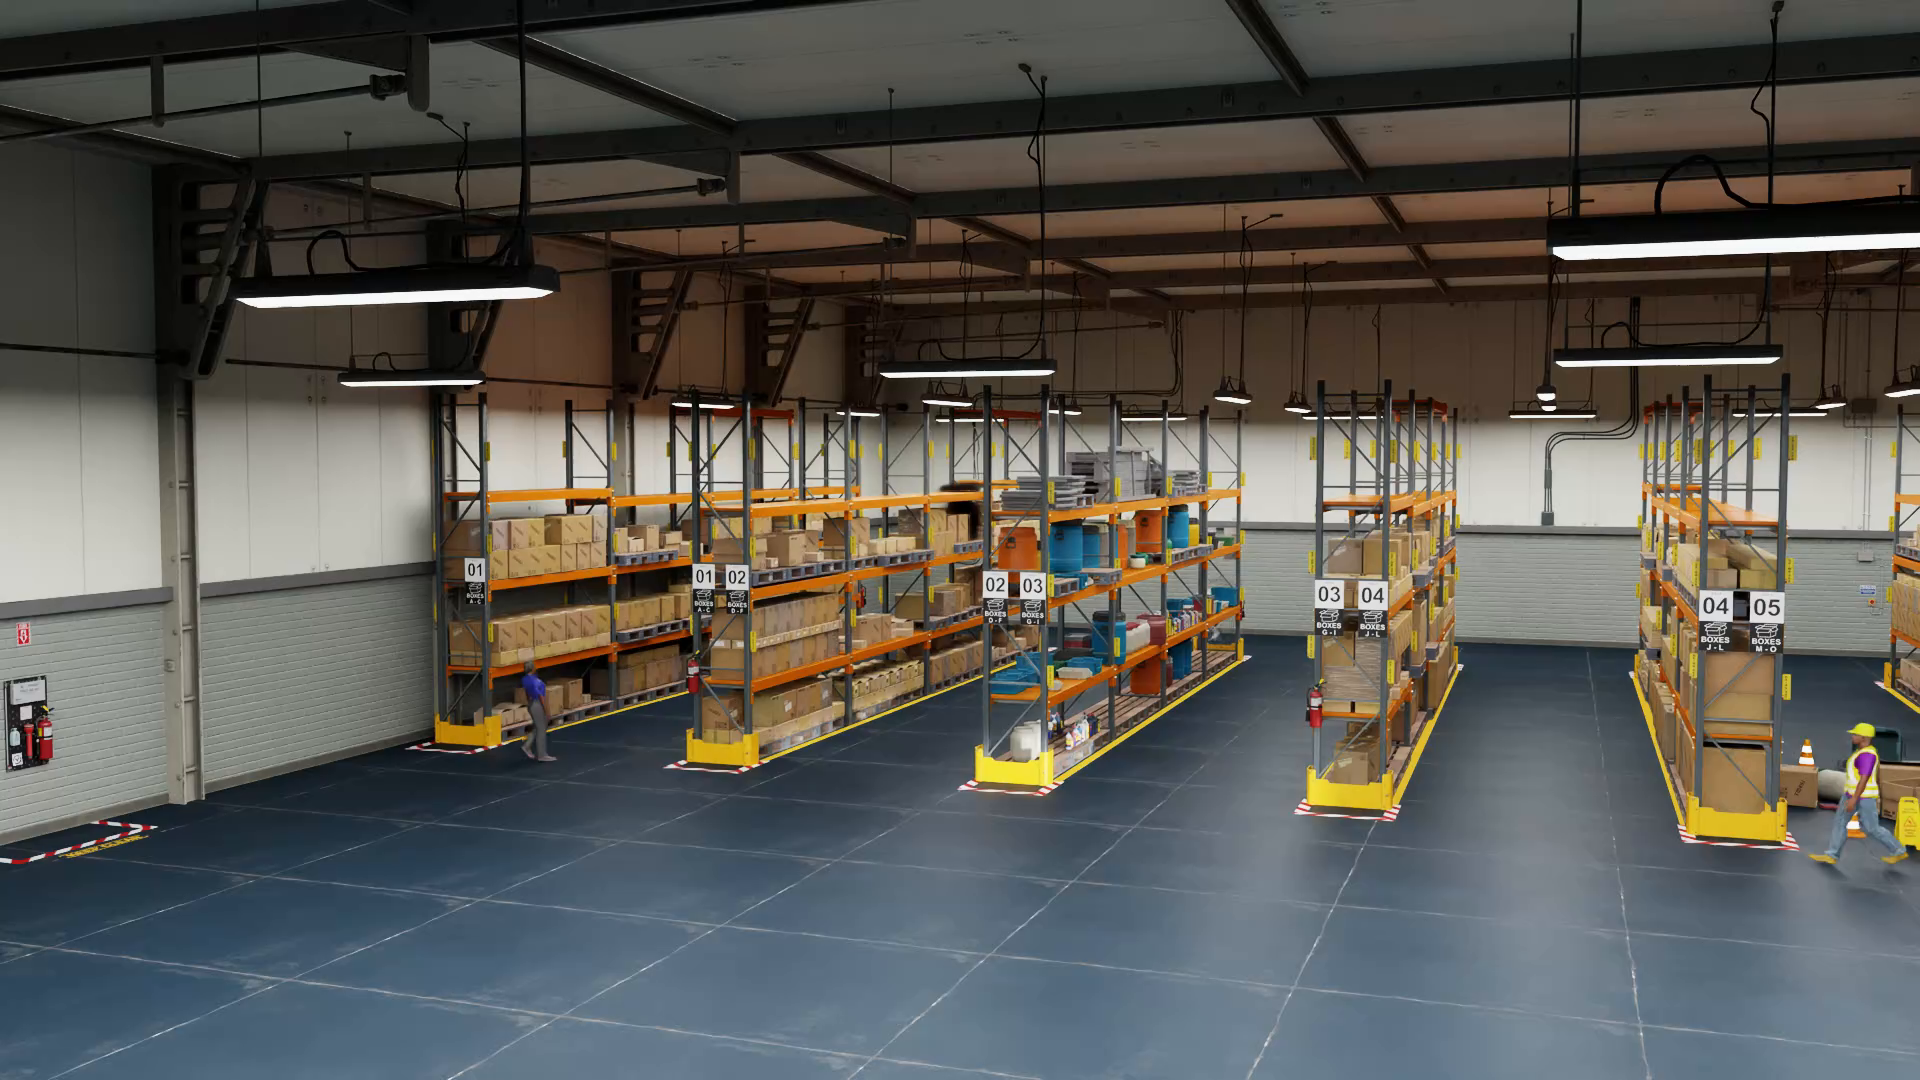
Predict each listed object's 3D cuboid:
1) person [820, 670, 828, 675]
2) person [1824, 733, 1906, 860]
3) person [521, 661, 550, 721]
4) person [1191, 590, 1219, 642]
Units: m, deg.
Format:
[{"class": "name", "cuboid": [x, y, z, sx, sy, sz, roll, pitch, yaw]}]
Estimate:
[{"class": "person", "cuboid": [-2.859, 2.279, 35.311, 0.290, 1.594, 0.420, 2, 3, 27]}, {"class": "person", "cuboid": [10.918, 3.062, 19.983, 0.852, 1.641, 0.514, 0, 3, 0]}, {"class": "person", "cuboid": [-6.879, 2.424, 26.893, 0.401, 0.977, 0.535, -2, 3, -29]}, {"class": "person", "cuboid": [6.376, 1.843, 43.734, 0.862, 1.653, 0.392, -2, 4, -31]}]
